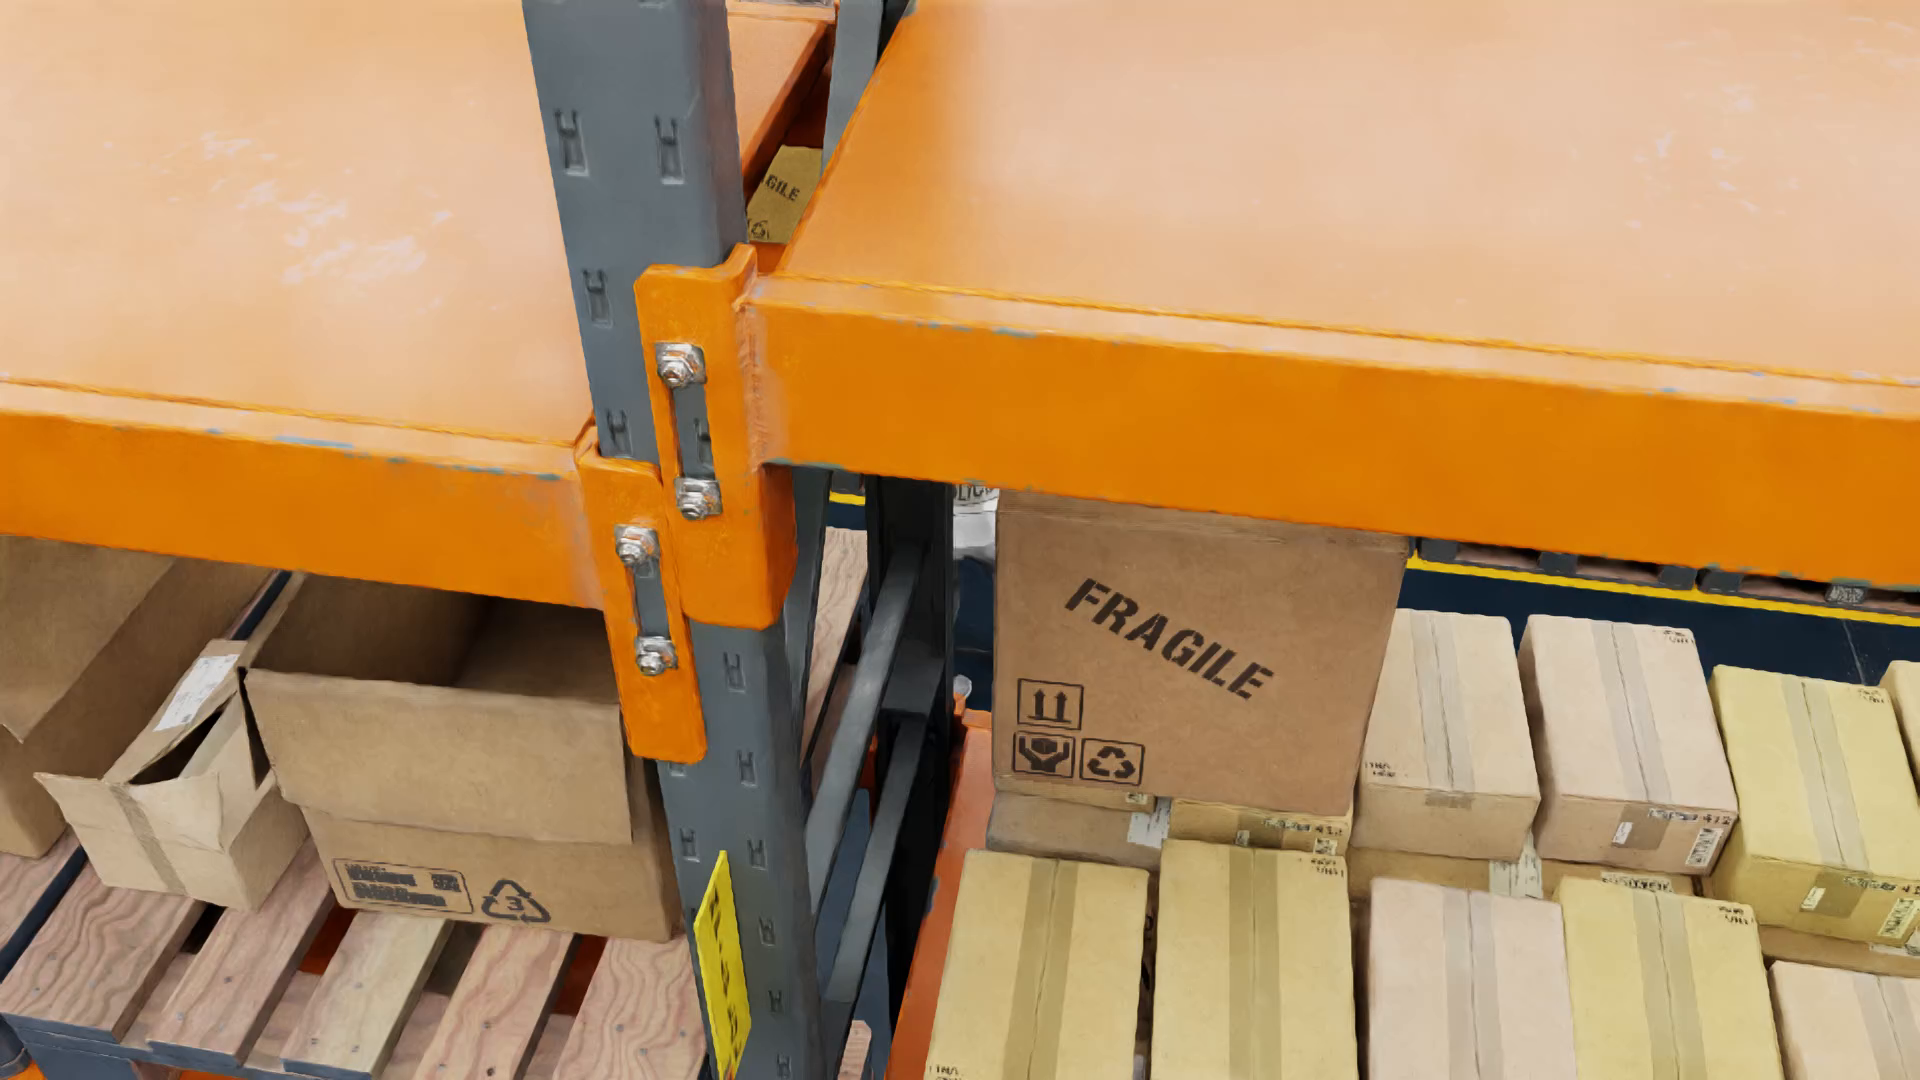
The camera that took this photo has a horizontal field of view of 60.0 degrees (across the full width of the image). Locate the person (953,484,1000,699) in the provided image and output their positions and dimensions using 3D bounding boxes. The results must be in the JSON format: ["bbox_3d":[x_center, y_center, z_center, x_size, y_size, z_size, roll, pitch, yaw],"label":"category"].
[{"bbox_3d":[0.069,-0.047,6.462,0.623,1.634,0.530,-2,41,-2],"label":"person"}]
